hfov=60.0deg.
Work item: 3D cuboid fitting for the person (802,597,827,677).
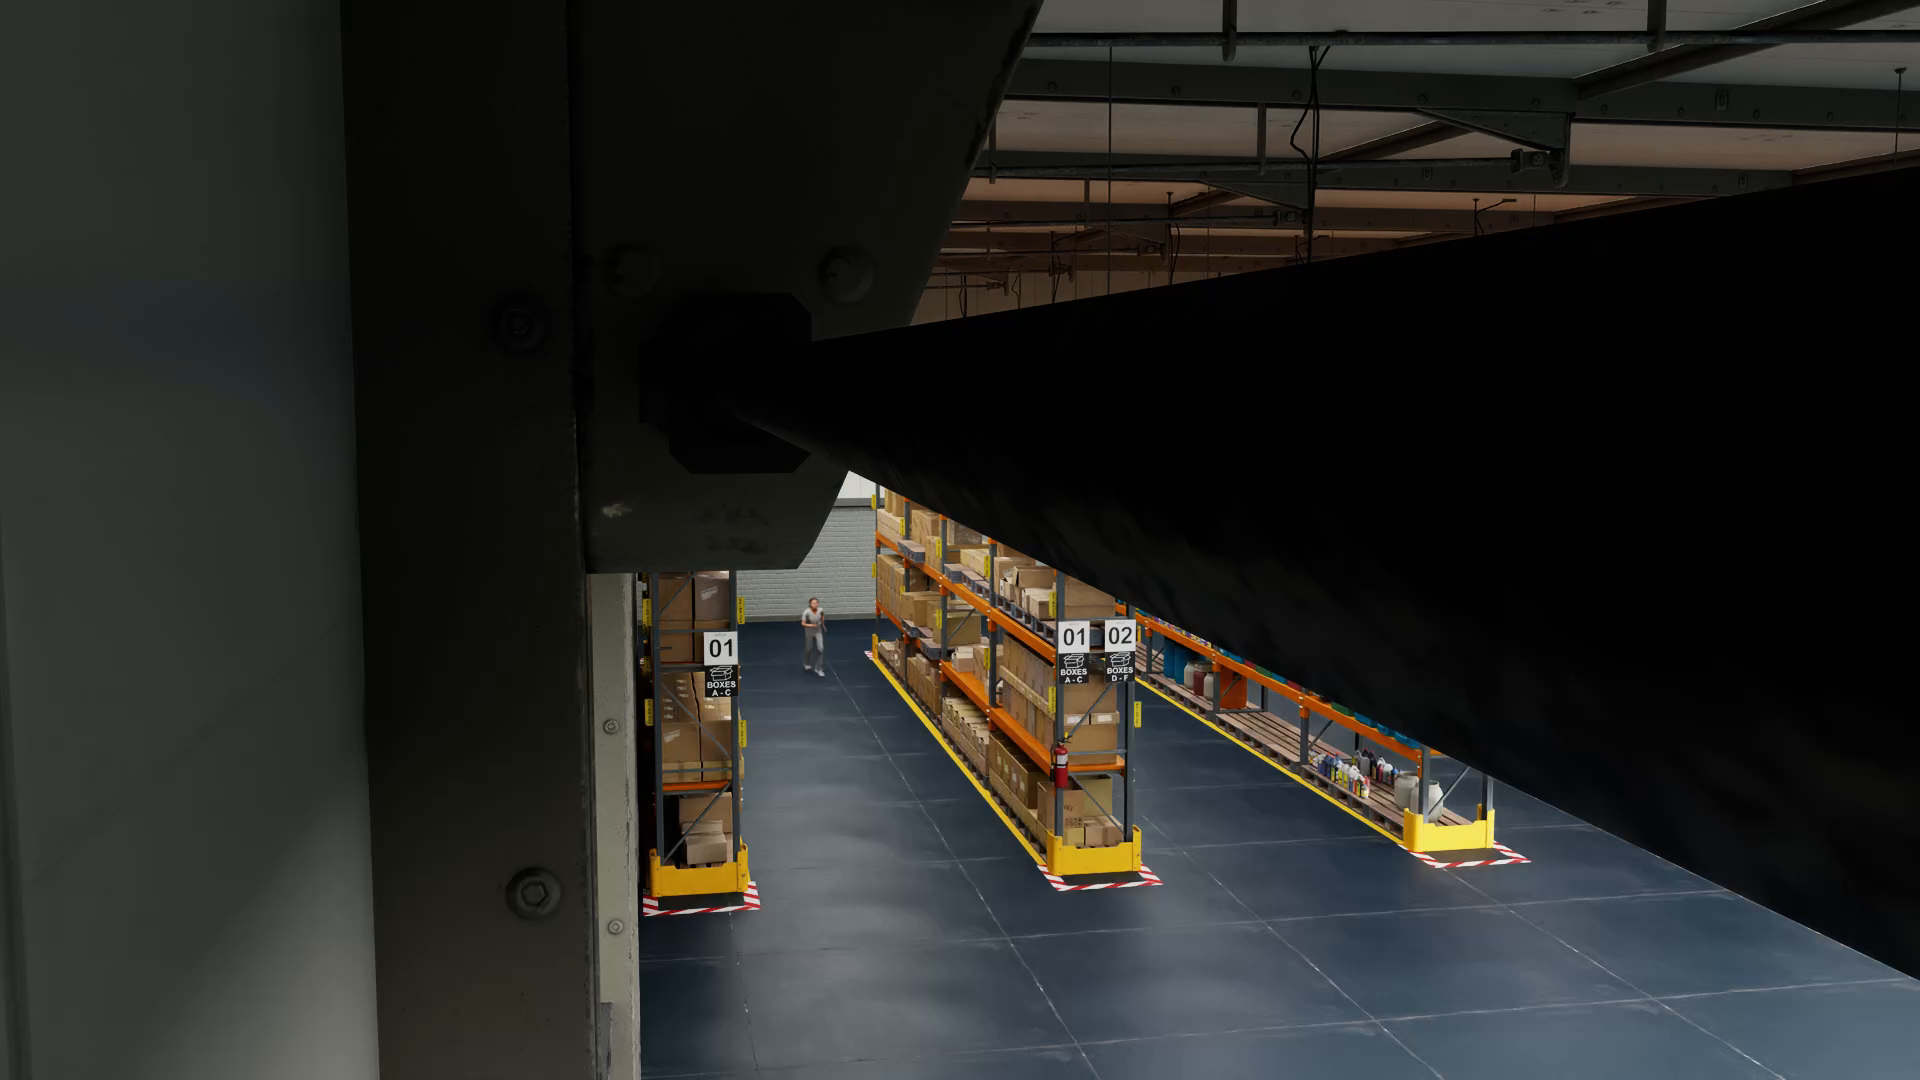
[{"bbox_3d":[-3.048,1.976,34.532,0.575,1.641,0.952,-2,6,-20],"label":"person"}]
